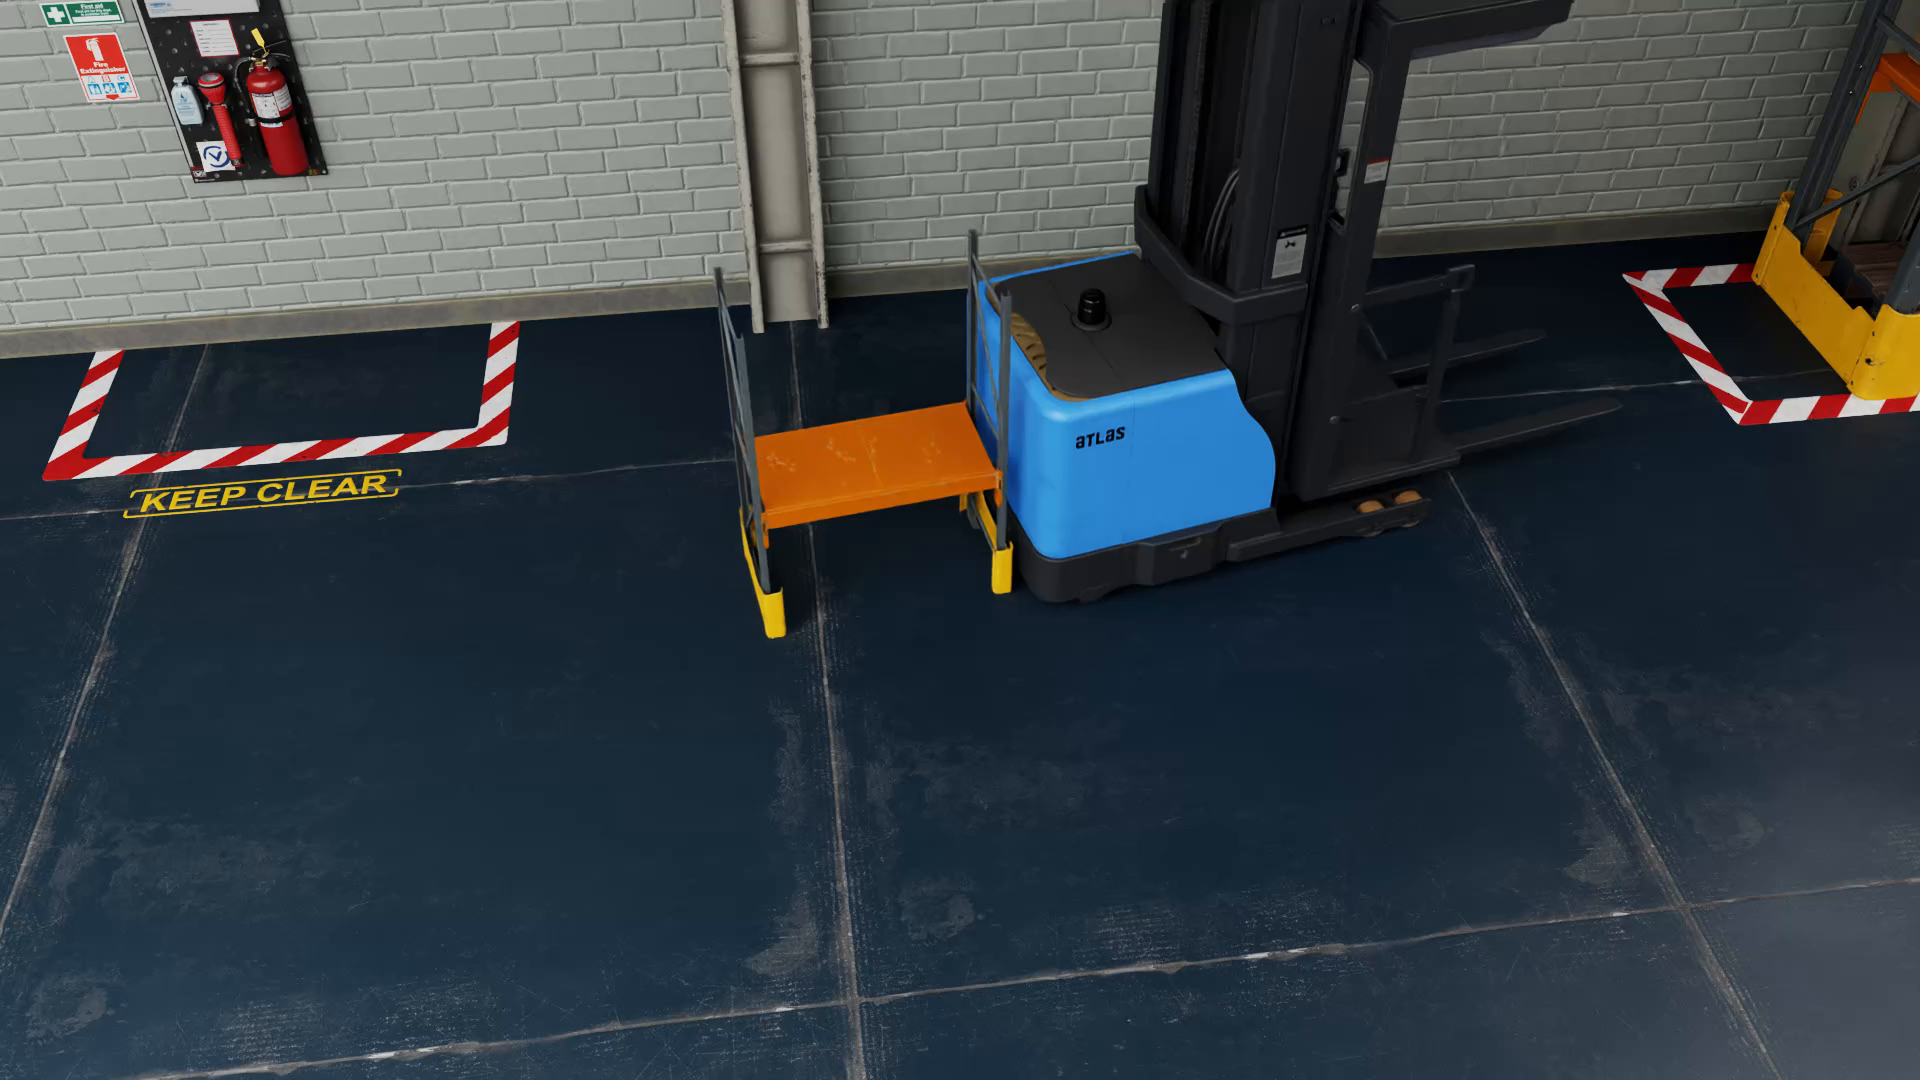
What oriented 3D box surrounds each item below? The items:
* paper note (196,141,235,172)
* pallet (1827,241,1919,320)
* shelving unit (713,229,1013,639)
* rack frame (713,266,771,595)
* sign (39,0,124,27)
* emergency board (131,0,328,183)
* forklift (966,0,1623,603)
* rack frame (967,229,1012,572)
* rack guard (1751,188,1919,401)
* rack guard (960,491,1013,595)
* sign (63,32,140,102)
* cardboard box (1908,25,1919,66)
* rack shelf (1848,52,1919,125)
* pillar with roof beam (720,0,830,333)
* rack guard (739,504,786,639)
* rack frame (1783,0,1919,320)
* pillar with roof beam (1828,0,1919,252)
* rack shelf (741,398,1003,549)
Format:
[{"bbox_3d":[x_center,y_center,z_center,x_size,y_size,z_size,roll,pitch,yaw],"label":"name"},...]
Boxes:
[{"bbox_3d":[-3.538,-1.824,7.906,0.142,0.148,0.016,-5,42,-6],"label":"paper note"},{"bbox_3d":[5.355,-1.214,8.654,1.213,0.211,1.003,-5,42,-6],"label":"pallet"},{"bbox_3d":[-0.368,-0.424,6.816,1.083,1.500,0.587,-11,43,-12],"label":"shelving unit"},{"bbox_3d":[-0.866,-0.331,6.712,0.032,1.500,0.500,-11,43,-12],"label":"rack frame"},{"bbox_3d":[-3.910,-2.346,7.404,0.331,0.109,0.001,-5,42,-6],"label":"sign"},{"bbox_3d":[-3.354,-2.121,7.577,0.643,1.169,0.194,-5,42,-6],"label":"emergency board"},{"bbox_3d":[1.588,-1.422,6.853,3.031,2.935,1.130,-14,44,-15],"label":"forklift"},{"bbox_3d":[0.113,-0.515,6.916,0.032,1.500,0.500,-11,43,-12],"label":"rack frame"},{"bbox_3d":[4.544,-1.274,8.505,0.348,0.500,1.175,-5,42,-6],"label":"rack guard"},{"bbox_3d":[0.112,-0.050,7.334,0.087,0.250,0.587,-11,43,-12],"label":"rack guard"},{"bbox_3d":[-3.915,-2.155,7.588,0.234,0.329,0.001,-5,42,-6],"label":"sign"},{"bbox_3d":[4.907,-2.317,7.891,0.500,0.250,0.500,-4,42,-5],"label":"cardboard box"},{"bbox_3d":[6.452,-2.102,8.094,4.000,0.370,1.077,-5,42,-6],"label":"rack shelf"},{"bbox_3d":[-0.340,-1.679,2.608,0.400,9.000,9.100,-5,42,-6],"label":"pillar with roof beam"},{"bbox_3d":[-0.847,0.129,7.135,0.087,0.250,0.587,-11,43,-12],"label":"rack guard"},{"bbox_3d":[4.469,-2.196,7.660,0.127,3.000,1.000,-5,42,-6],"label":"rack frame"},{"bbox_3d":[5.609,-2.200,3.185,0.400,9.000,9.100,-5,42,-6],"label":"pillar with roof beam"},{"bbox_3d":[-0.376,-0.289,6.935,1.000,0.185,0.538,-11,43,-12],"label":"rack shelf"}]
